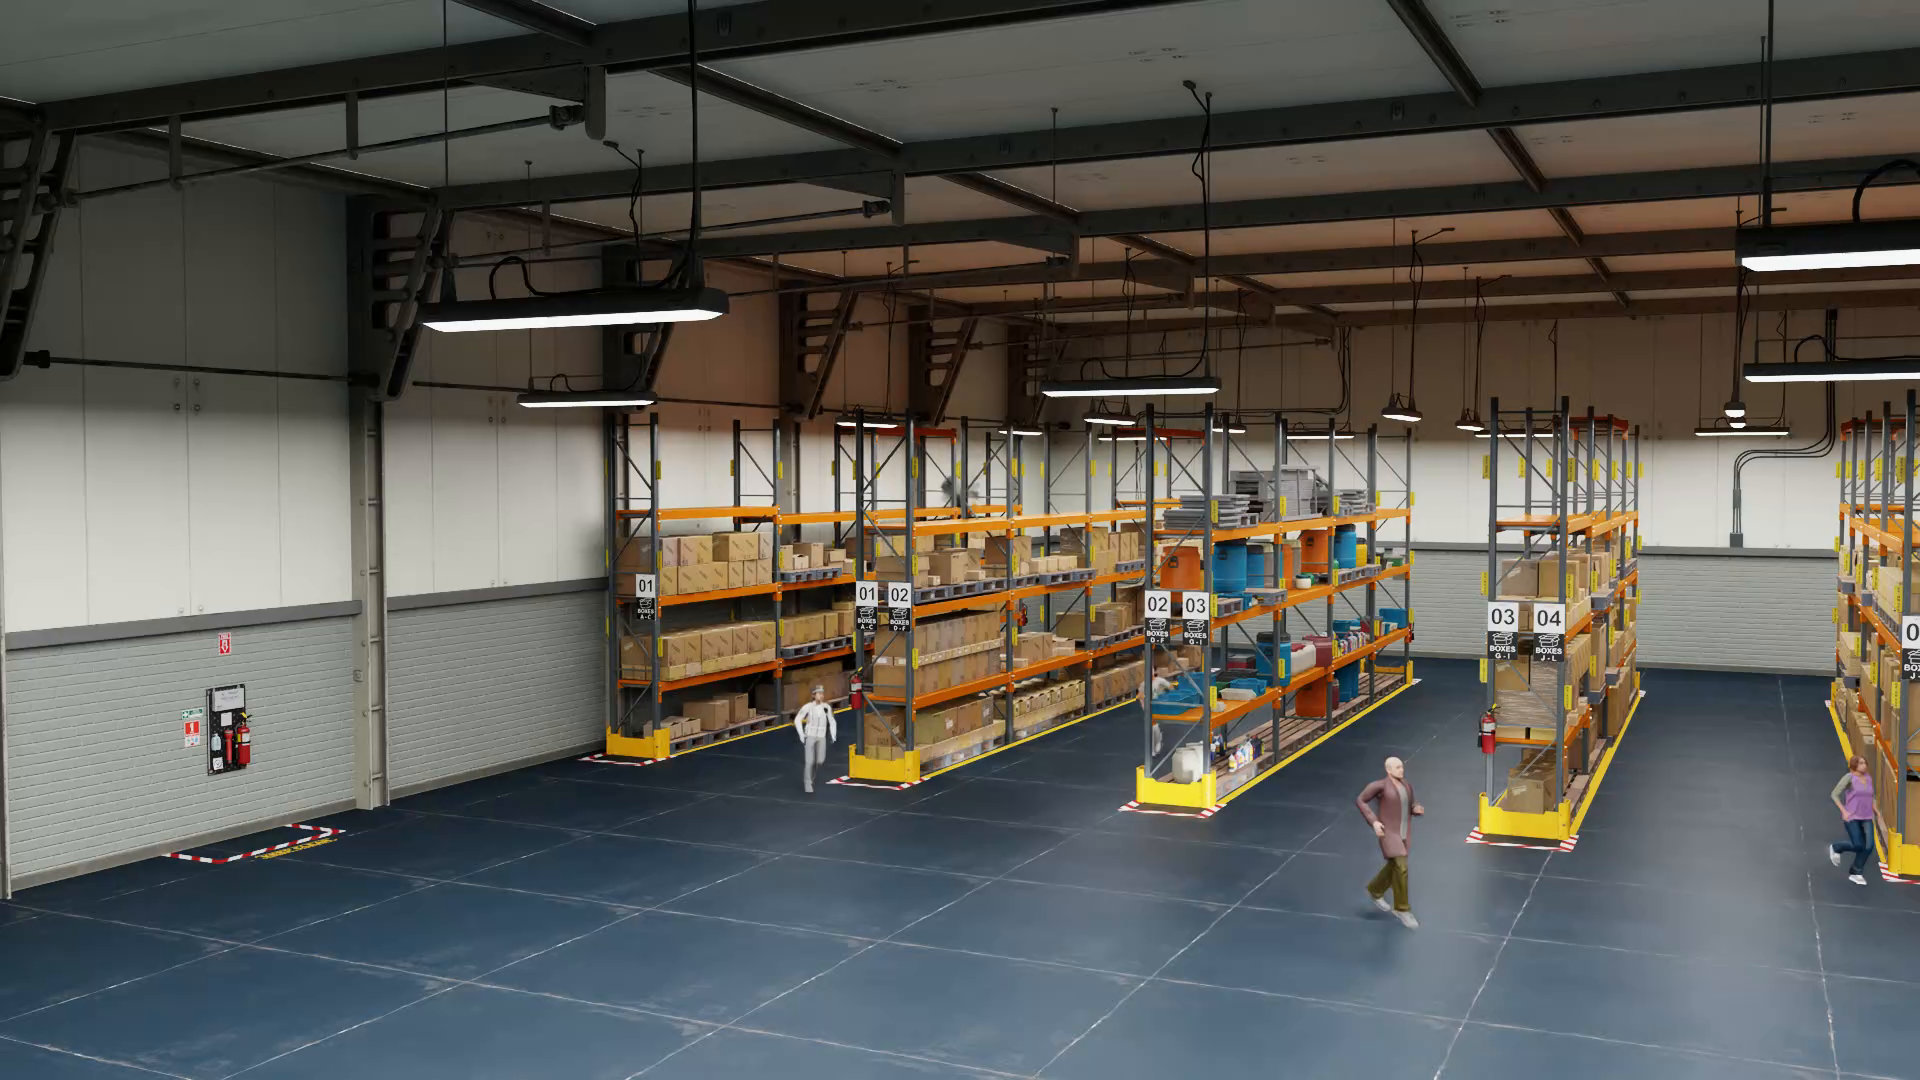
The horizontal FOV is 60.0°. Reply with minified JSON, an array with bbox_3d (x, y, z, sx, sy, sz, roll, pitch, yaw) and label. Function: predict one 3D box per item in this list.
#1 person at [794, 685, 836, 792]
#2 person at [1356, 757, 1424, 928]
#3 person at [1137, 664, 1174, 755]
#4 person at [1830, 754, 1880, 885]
[{"bbox_3d":[-2.249,3.099,26.013,0.672,1.646,0.510,-1,2,-16],"label":"person"},{"bbox_3d":[4.810,3.324,18.529,0.678,1.822,0.877,-2,3,-35],"label":"person"},{"bbox_3d":[3.382,2.962,28.958,0.585,1.622,0.734,1,3,30],"label":"person"},{"bbox_3d":[10.904,3.382,20.264,0.549,1.556,0.551,0,2,-9],"label":"person"}]
